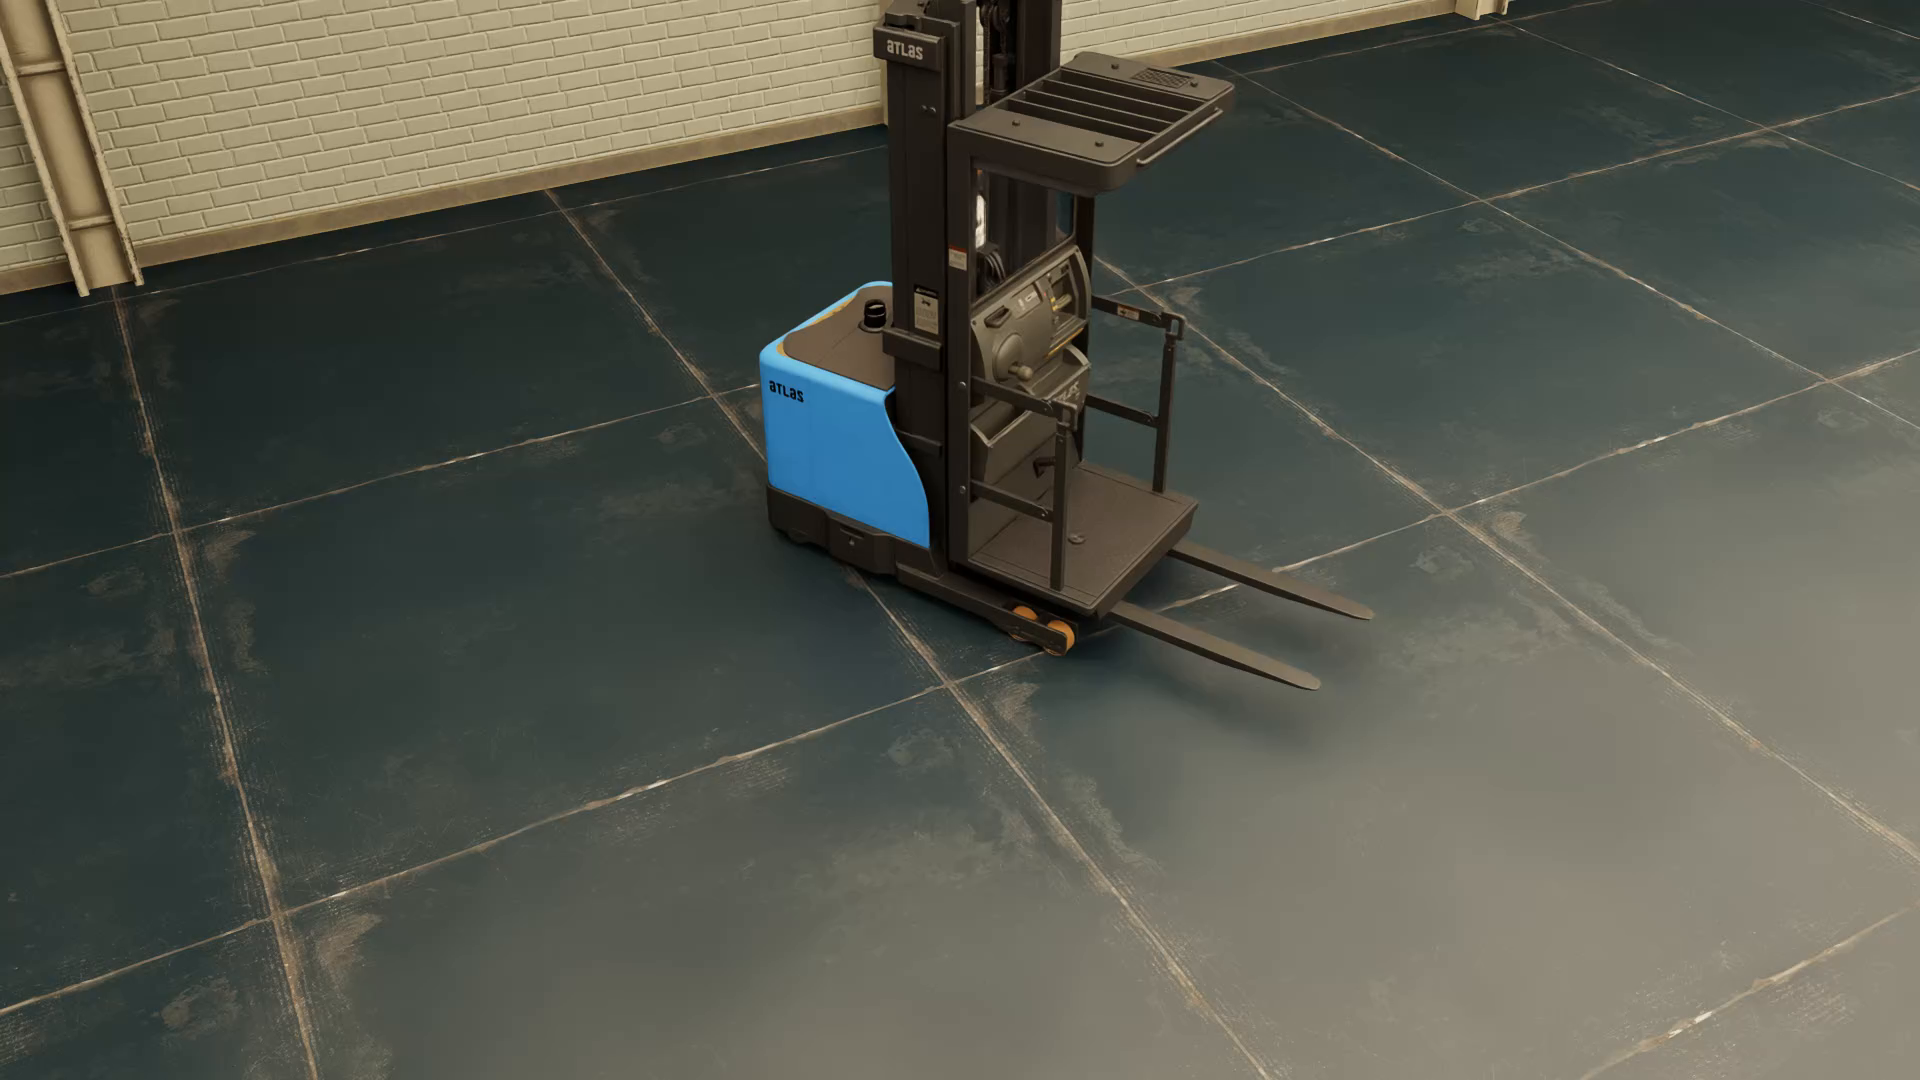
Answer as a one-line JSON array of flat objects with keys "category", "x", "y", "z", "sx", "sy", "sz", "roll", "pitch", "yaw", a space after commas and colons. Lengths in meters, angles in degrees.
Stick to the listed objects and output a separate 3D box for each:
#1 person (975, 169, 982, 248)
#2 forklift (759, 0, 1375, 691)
[{"category": "person", "x": 0.098, "y": -1.590, "z": 9.592, "sx": 0.529, "sy": 1.562, "sz": 0.865, "roll": 0, "pitch": 35, "yaw": 1}, {"category": "forklift", "x": 0.506, "y": -1.000, "z": 7.537, "sx": 3.031, "sy": 2.935, "sz": 1.130, "roll": 21, "pitch": 40, "yaw": 27}]
